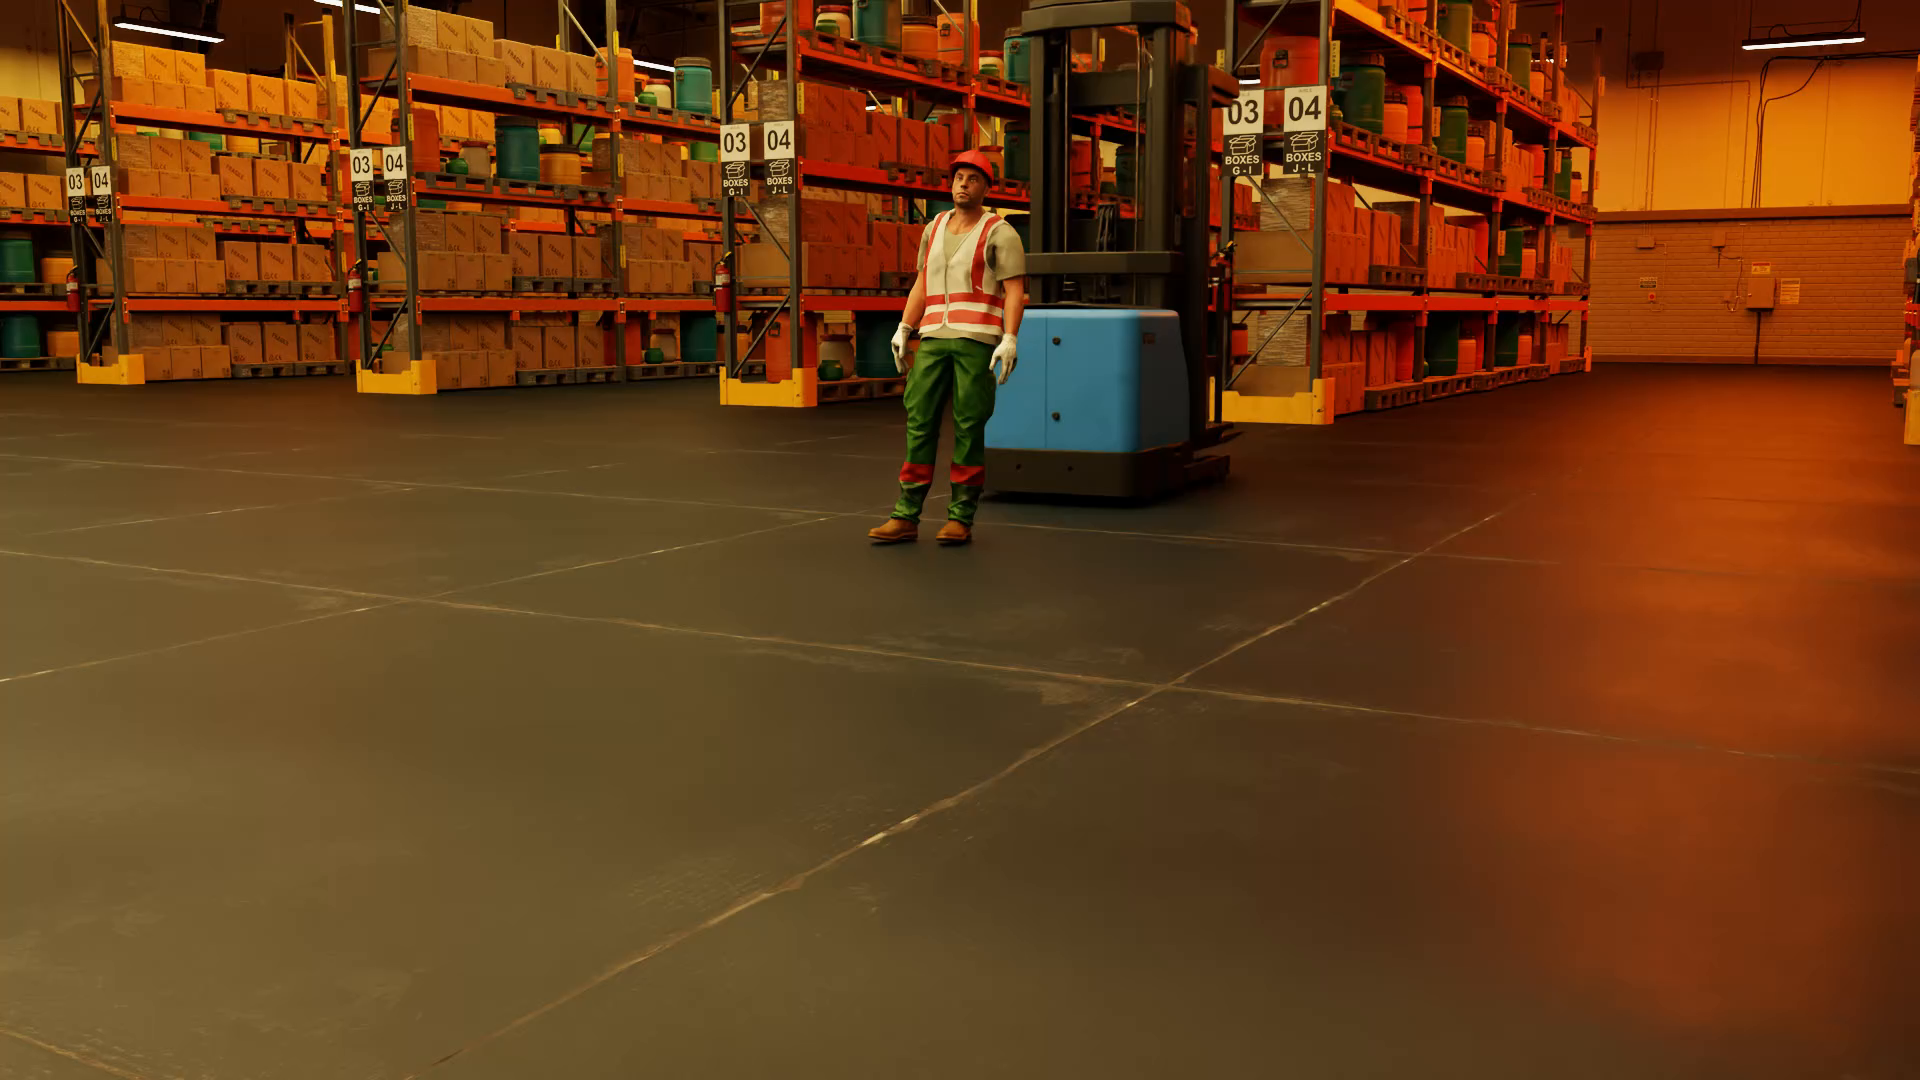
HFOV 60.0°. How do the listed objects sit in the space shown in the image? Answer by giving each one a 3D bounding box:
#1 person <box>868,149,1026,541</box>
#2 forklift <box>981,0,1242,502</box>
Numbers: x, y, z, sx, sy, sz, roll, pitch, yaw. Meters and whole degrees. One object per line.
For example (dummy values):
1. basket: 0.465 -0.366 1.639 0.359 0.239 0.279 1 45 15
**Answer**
1. person: -0.050 -0.885 7.626 0.637 1.790 0.562 4 9 29
2. forklift: 1.074 -1.826 10.327 1.130 2.935 3.031 3 9 23
